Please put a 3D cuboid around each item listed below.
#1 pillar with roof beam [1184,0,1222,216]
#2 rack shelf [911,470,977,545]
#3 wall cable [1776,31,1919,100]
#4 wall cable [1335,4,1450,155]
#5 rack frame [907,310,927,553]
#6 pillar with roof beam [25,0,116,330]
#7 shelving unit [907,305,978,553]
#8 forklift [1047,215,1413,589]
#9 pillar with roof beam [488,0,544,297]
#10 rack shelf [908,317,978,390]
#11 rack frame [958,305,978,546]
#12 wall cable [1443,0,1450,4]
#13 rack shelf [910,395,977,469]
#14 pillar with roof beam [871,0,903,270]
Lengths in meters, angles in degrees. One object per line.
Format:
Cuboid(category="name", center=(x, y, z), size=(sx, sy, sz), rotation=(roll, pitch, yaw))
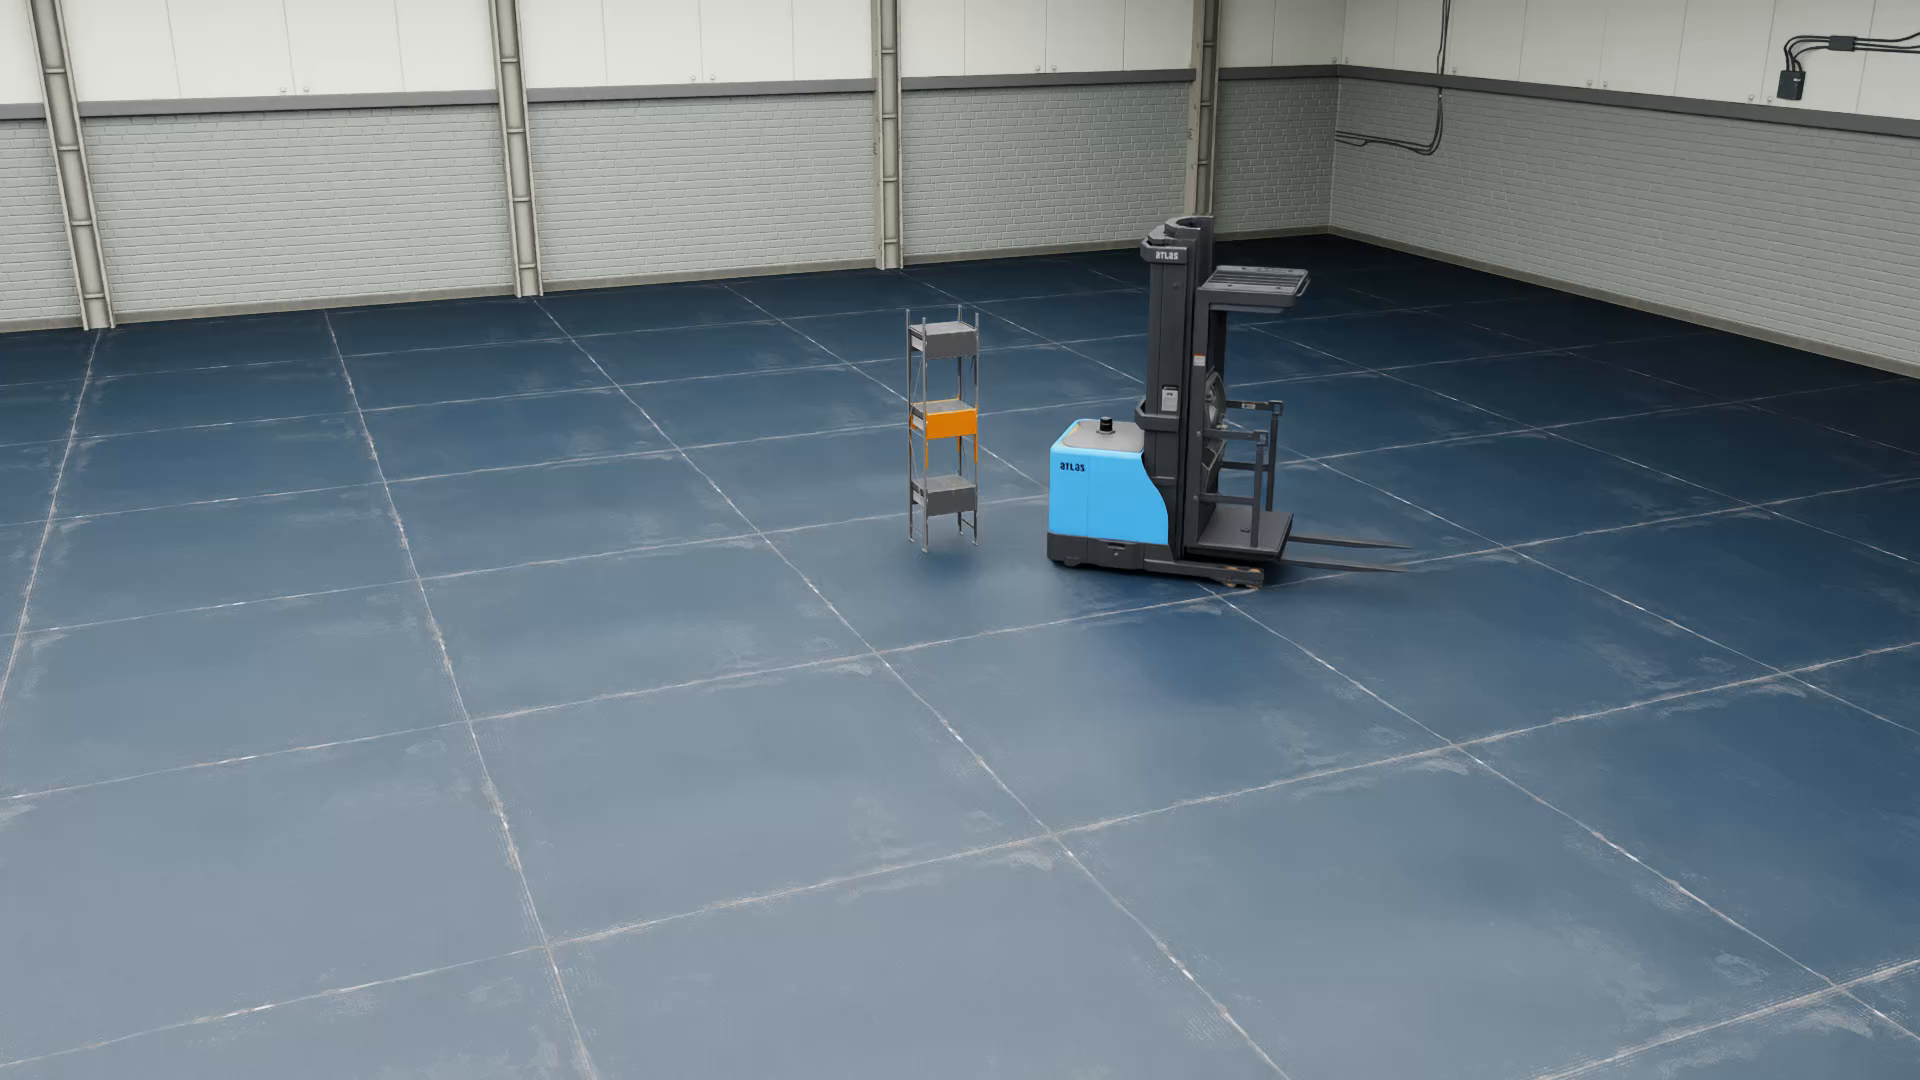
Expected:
Cuboid(category="pillar with roof beam", center=(6.019, -8.327, 25.121), size=(0.400, 9.000, 9.100), rotation=(-8, 21, -22))
Cuboid(category="rack shelf", center=(-0.152, -0.295, 14.848), size=(0.480, 0.518, 0.431), rotation=(-8, 21, -22))
Cuboid(category="wall cable", center=(11.288, -8.331, 20.012), size=(0.169, 6.003, 2.305), rotation=(-8, 21, -22))
Cuboid(category="wall cable", center=(7.542, -8.159, 29.321), size=(0.112, 2.526, 3.097), rotation=(-8, 21, -22))
Cuboid(category="rack frame", center=(-0.376, -0.937, 14.520), size=(0.015, 2.100, 0.400), rotation=(-8, 21, -22))
Cuboid(category="pillar with roof beam", center=(-10.509, -5.959, 18.396), size=(0.400, 9.000, 9.100), rotation=(-8, 21, -22))
Cuboid(category="shelving unit", center=(-0.152, -0.969, 14.611), size=(0.503, 2.100, 0.431), rotation=(-8, 21, -22))
Cuboid(category="forklift", center=(2.327, -1.169, 13.930), size=(3.031, 2.935, 1.130), rotation=(6, 20, 16))
Cuboid(category="pillar with roof beam", center=(-5.000, -6.748, 20.638), size=(0.400, 9.000, 9.100), rotation=(-8, 21, -22))
Cuboid(category="rack shelf", center=(-0.152, -1.616, 14.384), size=(0.480, 0.518, 0.431), rotation=(-8, 21, -22))
Cuboid(category="rack frame", center=(0.072, -1.001, 14.703), size=(0.015, 2.100, 0.400), rotation=(-8, 21, -22))
Cuboid(category="wall cable", center=(8.614, -9.716, 26.139), size=(0.112, 2.526, 3.097), rotation=(-8, 21, -22))
Cuboid(category="rack shelf", center=(-0.152, -0.956, 14.616), size=(0.480, 0.518, 0.431), rotation=(-8, 21, -22))
Cuboid(category="pillar with roof beam", center=(0.509, -7.537, 22.880), size=(0.400, 9.000, 9.100), rotation=(-8, 21, -22))
